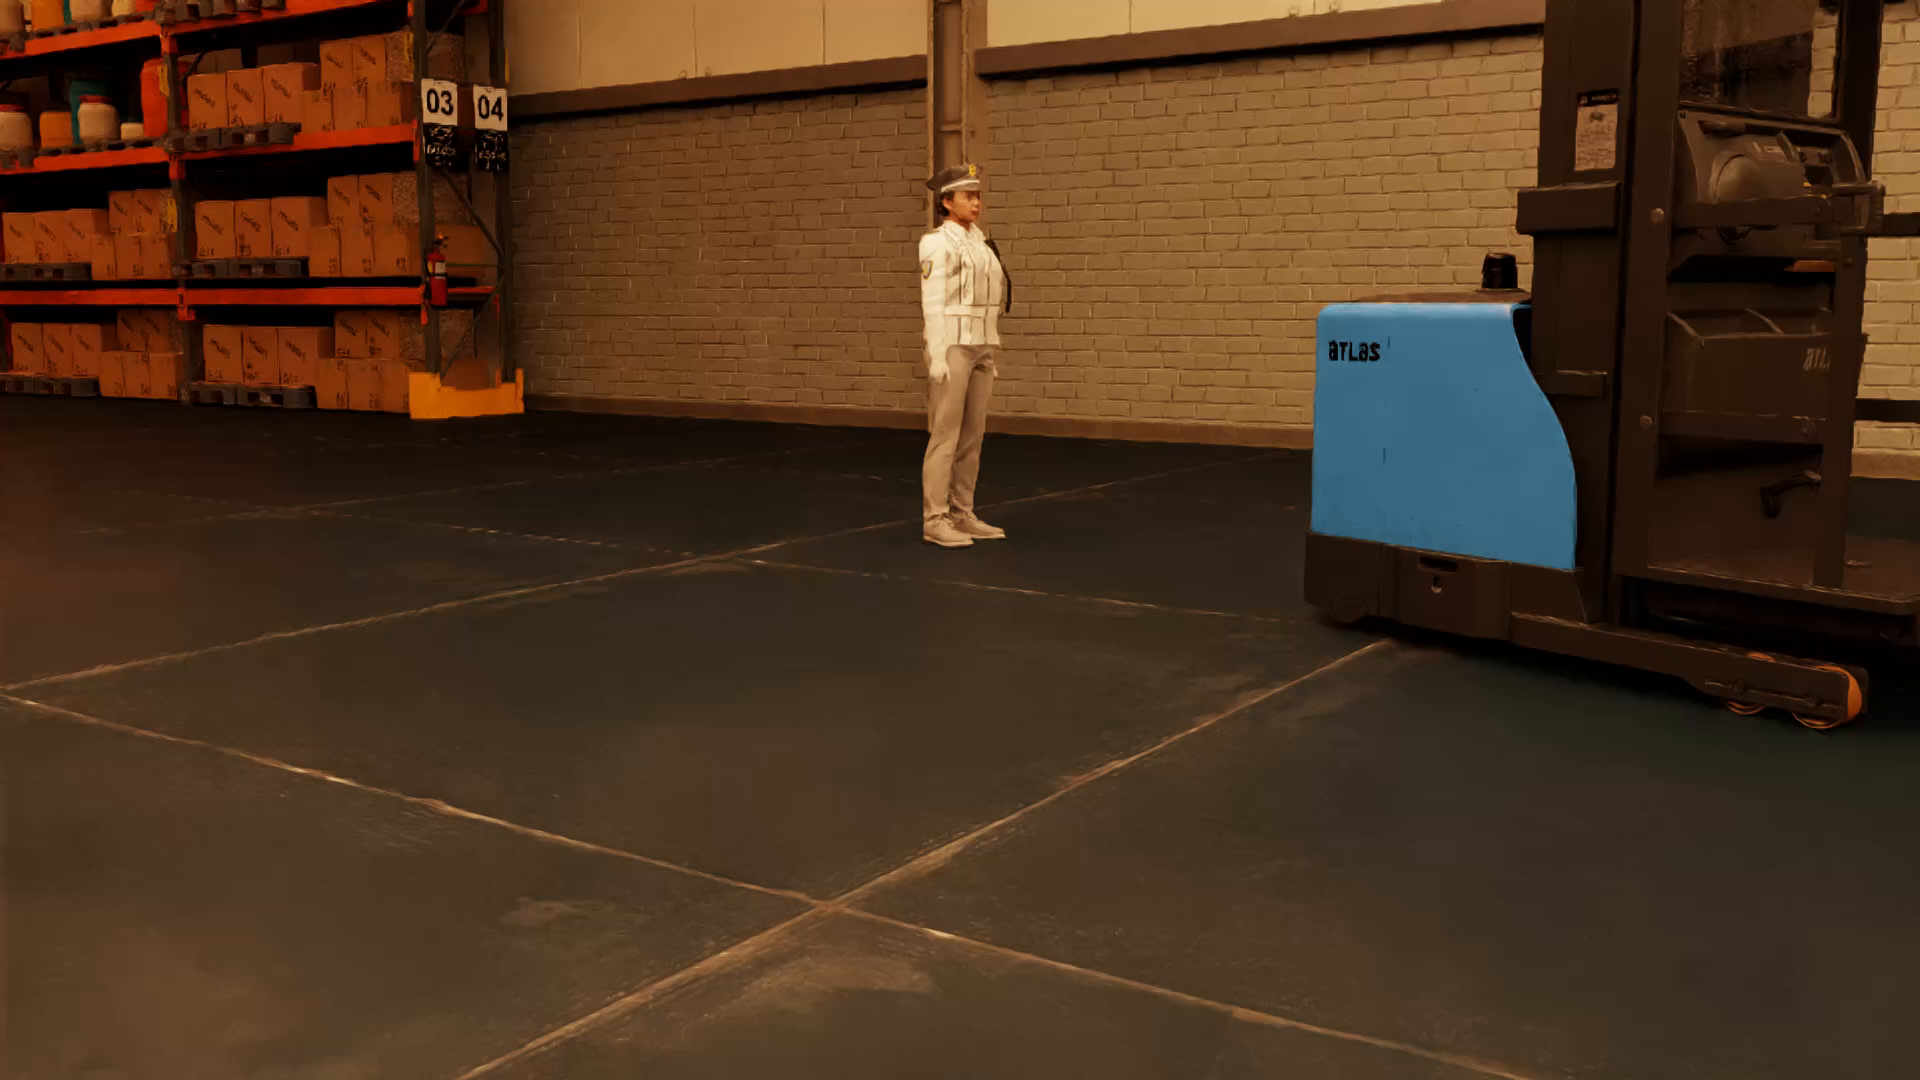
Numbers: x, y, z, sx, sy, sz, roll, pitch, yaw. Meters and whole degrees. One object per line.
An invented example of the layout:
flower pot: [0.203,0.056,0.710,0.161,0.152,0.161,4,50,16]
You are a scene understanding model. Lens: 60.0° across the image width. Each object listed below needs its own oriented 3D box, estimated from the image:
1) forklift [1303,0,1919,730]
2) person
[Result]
forklift: [2.438,-1.047,4.553,1.130,2.935,3.031,-6,10,-36]
person: [0.013,-0.834,7.478,0.337,1.692,0.463,5,10,34]
